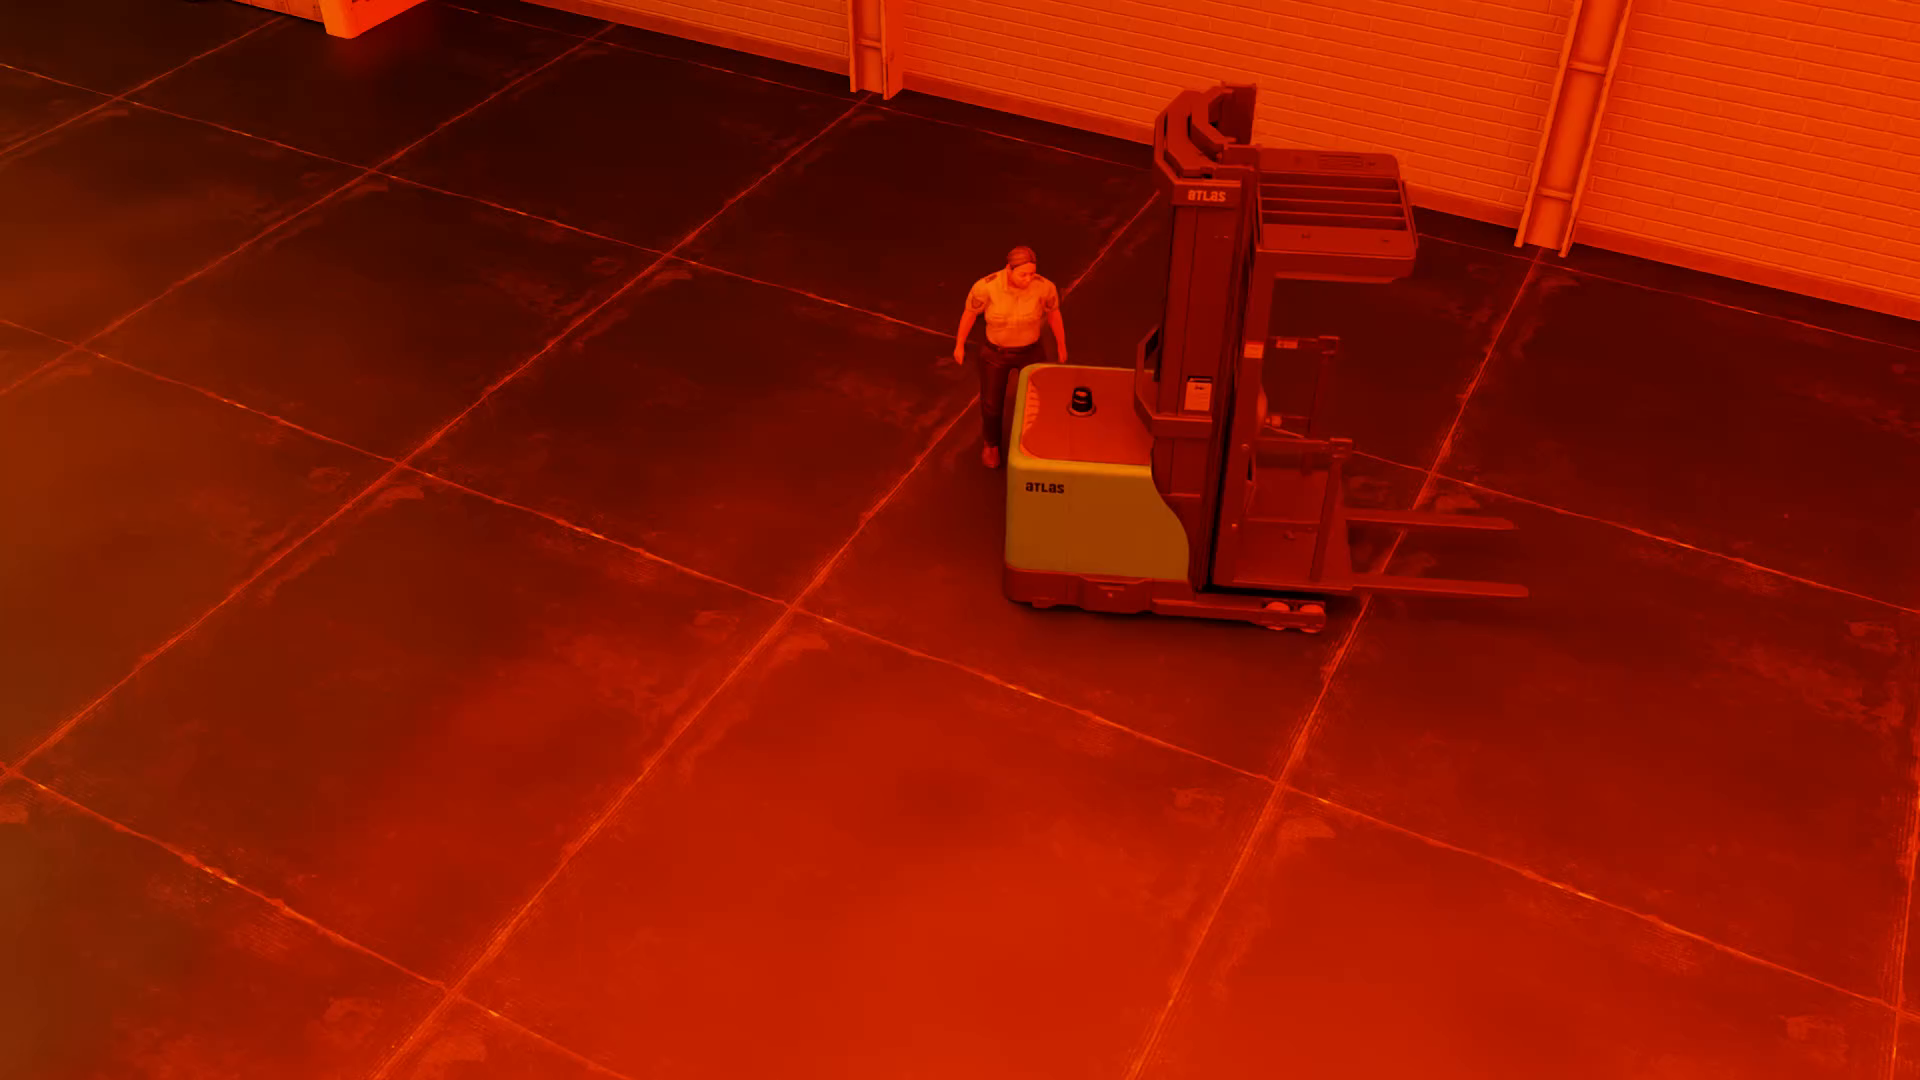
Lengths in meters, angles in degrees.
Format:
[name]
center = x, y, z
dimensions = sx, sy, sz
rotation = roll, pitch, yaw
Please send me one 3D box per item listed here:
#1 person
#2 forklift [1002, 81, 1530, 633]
[person]
center = 0.372, -1.161, 10.395
dimensions = 0.816, 1.624, 0.378
rotation = -2, 40, -3
[forklift]
center = 1.801, -0.948, 9.112
dimensions = 3.031, 2.935, 1.130
rotation = 4, 40, 5
